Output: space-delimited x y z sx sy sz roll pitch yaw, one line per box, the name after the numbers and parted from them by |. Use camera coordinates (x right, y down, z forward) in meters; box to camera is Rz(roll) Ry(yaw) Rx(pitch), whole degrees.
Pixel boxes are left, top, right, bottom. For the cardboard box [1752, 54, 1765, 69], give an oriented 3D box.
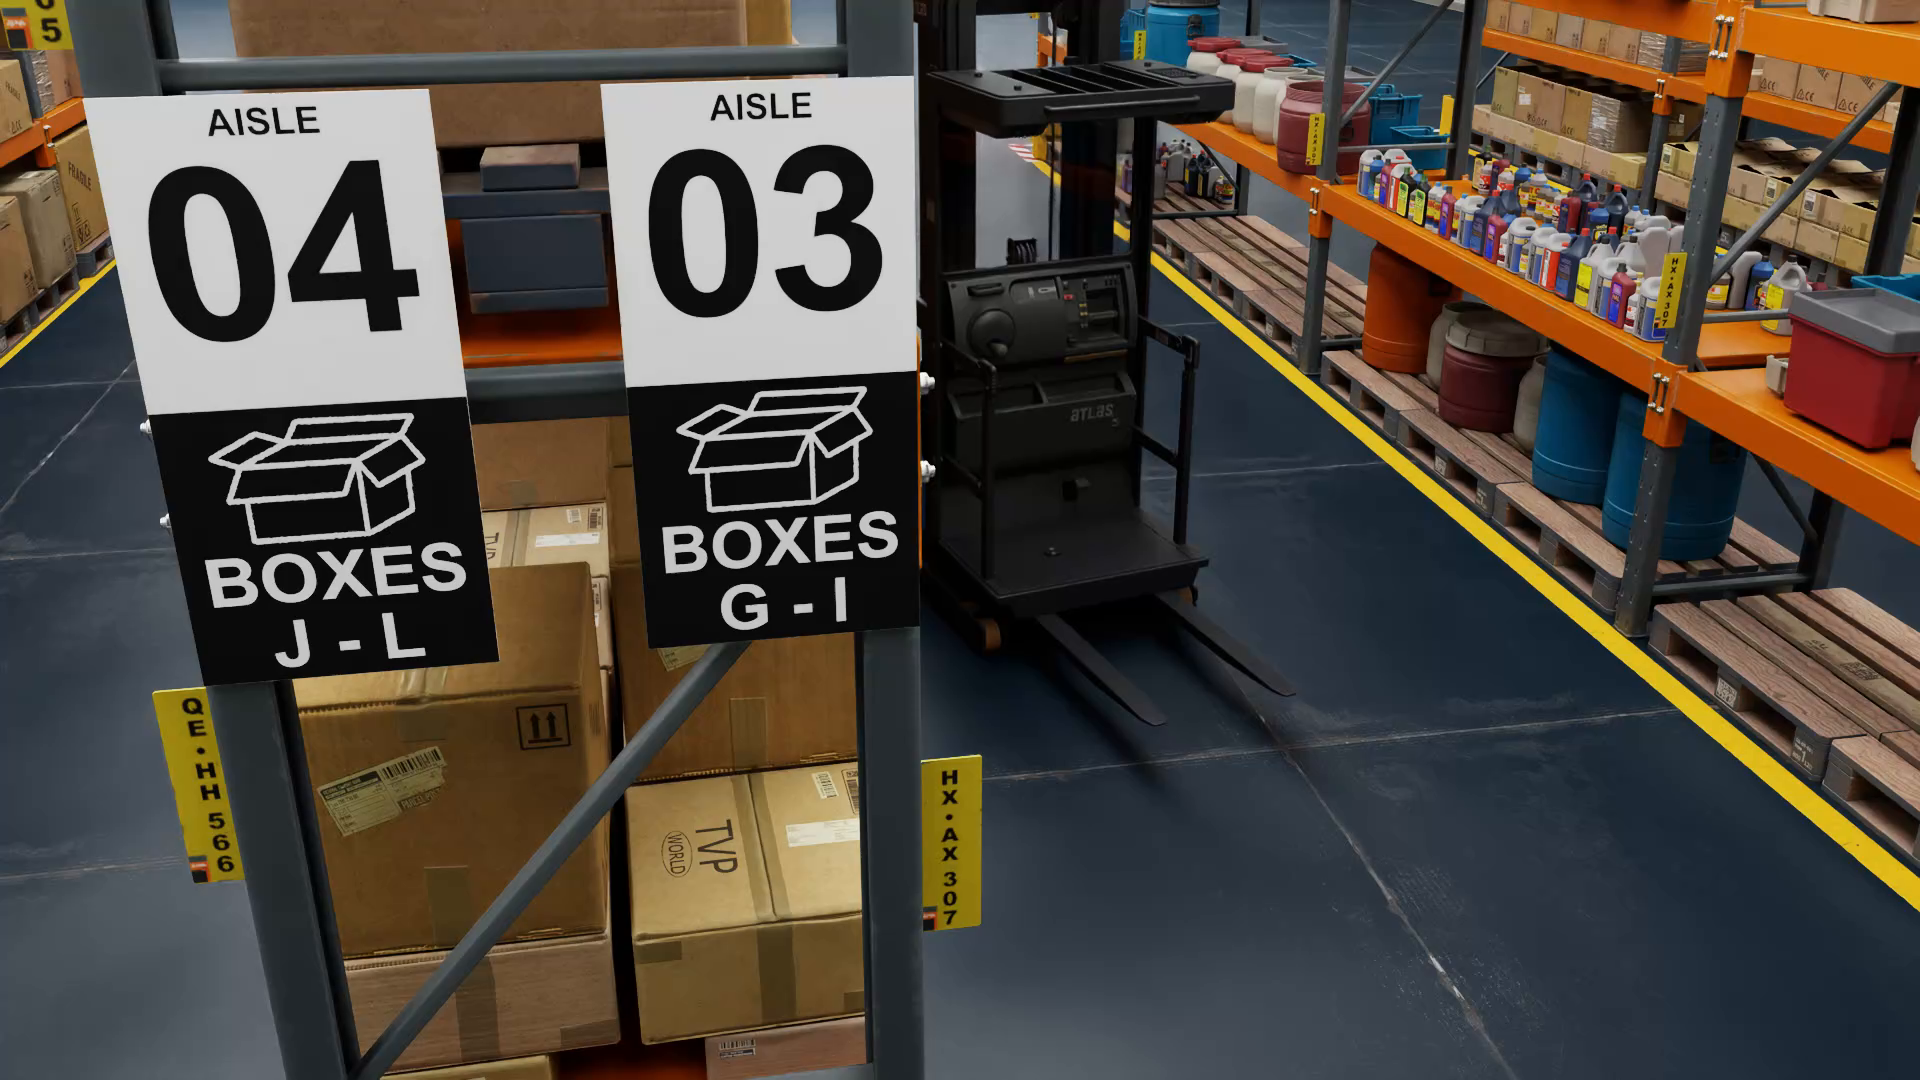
7.090 -4.227 14.868 0.500 0.250 0.500 -3 24 -6 | cardboard box

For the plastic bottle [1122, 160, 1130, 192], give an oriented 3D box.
1.578 -3.446 15.737 0.061 0.283 0.133 -3 24 -6 | plastic bottle

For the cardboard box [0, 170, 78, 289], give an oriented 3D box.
-7.470 -2.351 12.672 1.050 0.750 0.750 -4 24 -10 | cardboard box

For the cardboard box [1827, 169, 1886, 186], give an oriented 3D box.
7.594 -2.939 13.941 0.500 0.311 0.500 -5 24 -10 | cardboard box

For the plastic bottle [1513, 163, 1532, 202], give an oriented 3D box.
3.403 -2.147 10.079 0.097 0.271 0.097 0 24 0 | plastic bottle

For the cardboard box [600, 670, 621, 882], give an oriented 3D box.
-1.005 0.527 3.610 0.500 0.250 0.500 -5 24 -11 | cardboard box

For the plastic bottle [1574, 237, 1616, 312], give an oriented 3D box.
3.075 -1.289 8.015 0.144 0.351 0.185 -4 24 -10 | plastic bottle

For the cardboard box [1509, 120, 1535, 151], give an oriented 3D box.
6.285 -4.371 17.922 0.500 0.250 0.500 -4 24 -10 | cardboard box

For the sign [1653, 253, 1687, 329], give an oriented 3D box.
3.026 -1.061 7.086 0.100 0.325 0.005 -4 24 -10 | sign

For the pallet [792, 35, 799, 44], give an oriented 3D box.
-0.938 -1.140 3.976 1.003 0.211 1.213 -4 24 -10 | pallet

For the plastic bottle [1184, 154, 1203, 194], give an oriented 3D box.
2.204 -3.446 15.653 0.144 0.351 0.185 -4 24 -10 | plastic bottle

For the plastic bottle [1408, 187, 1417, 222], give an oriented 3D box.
2.694 -1.980 9.785 0.097 0.201 0.097 0 24 0 | plastic bottle

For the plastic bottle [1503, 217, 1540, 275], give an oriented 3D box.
2.948 -1.535 8.671 0.152 0.276 0.135 -4 24 -10 | plastic bottle

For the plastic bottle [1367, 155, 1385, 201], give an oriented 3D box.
2.584 -2.247 10.308 0.097 0.271 0.097 0 24 0 | plastic bottle

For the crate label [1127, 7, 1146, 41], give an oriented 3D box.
1.954 -5.007 16.421 0.502 0.435 0.616 -4 24 -10 | crate label

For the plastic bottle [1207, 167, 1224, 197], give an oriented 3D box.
2.373 -3.357 15.543 0.152 0.276 0.135 -3 24 -8 | plastic bottle

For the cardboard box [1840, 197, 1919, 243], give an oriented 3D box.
7.254 -2.494 12.922 0.500 0.311 0.500 -5 24 -11 | cardboard box

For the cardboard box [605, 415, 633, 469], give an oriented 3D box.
-0.579 -0.054 4.006 0.500 0.500 0.500 -5 24 -11 | cardboard box

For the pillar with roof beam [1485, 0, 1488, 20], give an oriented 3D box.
5.614 -13.367 28.112 9.100 9.000 0.400 -4 24 -10 | pillar with roof beam

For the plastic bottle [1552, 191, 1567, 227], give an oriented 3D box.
3.493 -1.924 9.655 0.097 0.201 0.097 0 24 0 | plastic bottle

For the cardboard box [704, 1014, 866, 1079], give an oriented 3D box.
-0.303 0.917 3.217 0.380 0.149 0.250 -4 24 -9 | cardboard box

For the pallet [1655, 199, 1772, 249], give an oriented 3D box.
7.131 -2.921 15.175 1.003 0.211 1.213 -4 24 -10 | pallet

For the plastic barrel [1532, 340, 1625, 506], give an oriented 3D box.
3.352 -0.699 8.700 0.600 0.901 0.708 -4 24 -10 | plastic barrel

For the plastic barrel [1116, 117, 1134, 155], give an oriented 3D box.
1.637 -4.296 17.423 0.421 0.512 0.421 0 24 0 | plastic barrel

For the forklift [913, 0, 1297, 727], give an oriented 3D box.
0.471 -1.020 7.423 1.130 2.935 3.031 -10 25 -21 | forklift

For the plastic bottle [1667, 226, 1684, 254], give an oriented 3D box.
3.684 -1.492 8.573 0.152 0.276 0.135 -4 24 -10 | plastic bottle

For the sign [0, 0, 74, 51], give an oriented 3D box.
-1.097 -0.744 1.950 0.100 0.325 0.005 -4 24 -10 | sign

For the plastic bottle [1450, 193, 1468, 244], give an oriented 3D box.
2.797 -1.793 9.268 0.097 0.271 0.097 0 24 0 | plastic bottle

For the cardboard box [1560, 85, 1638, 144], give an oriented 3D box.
6.478 -4.322 16.873 0.500 0.500 0.500 -4 24 -10 | cardboard box

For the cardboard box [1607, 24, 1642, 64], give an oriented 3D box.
6.764 -4.913 16.126 0.700 0.500 0.500 -5 24 -10 | cardboard box

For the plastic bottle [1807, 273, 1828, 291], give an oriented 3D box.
3.918 -1.097 7.659 0.061 0.283 0.133 -4 24 -10 | plastic bottle

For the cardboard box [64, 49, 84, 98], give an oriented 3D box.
-7.861 -4.076 14.147 0.875 0.550 0.550 -4 24 -10 | cardboard box

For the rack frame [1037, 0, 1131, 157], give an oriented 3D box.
1.348 -5.694 18.040 1.000 3.000 0.127 -4 24 -10 | rack frame

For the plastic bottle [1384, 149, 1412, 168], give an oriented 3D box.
2.739 -2.308 10.442 0.152 0.276 0.135 -4 24 -10 | plastic bottle

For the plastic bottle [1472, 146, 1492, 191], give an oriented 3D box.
3.321 -2.367 10.567 0.061 0.283 0.133 -4 24 -10 | plastic bottle

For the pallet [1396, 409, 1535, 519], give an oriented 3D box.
3.236 -0.484 9.594 1.003 0.211 1.213 -4 24 -10 | pallet

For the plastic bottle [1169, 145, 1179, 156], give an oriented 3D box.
2.163 -3.802 16.561 0.152 0.276 0.135 -5 24 -11 | plastic bottle

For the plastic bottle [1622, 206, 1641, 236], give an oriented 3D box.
3.629 -1.667 8.980 0.097 0.271 0.097 0 24 0 | plastic bottle

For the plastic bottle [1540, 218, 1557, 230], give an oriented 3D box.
3.067 -1.549 8.710 0.097 0.271 0.097 0 24 0 | plastic bottle

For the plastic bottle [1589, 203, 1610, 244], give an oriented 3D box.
3.469 -1.695 9.043 0.097 0.271 0.097 0 24 0 | plastic bottle

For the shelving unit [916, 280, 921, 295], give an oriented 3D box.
-0.273 -0.802 9.087 0.258 1.200 0.189 -10 25 -21 | shelving unit

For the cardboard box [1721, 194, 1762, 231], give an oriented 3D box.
6.979 -2.837 14.408 0.500 0.250 0.500 -5 24 -11 | cardboard box

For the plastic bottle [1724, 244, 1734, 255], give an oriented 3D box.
3.793 -1.317 8.179 0.097 0.271 0.097 0 24 0 | plastic bottle

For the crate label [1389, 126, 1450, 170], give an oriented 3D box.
3.117 -2.664 11.312 0.303 0.233 0.416 -4 24 -10 | crate label

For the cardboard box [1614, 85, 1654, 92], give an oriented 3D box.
6.993 -4.361 16.961 0.500 0.500 0.500 -4 24 -10 | cardboard box

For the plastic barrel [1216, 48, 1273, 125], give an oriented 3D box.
2.184 -3.502 12.851 0.433 0.535 0.433 0 24 0 | plastic barrel

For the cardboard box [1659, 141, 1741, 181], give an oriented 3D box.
6.788 -3.495 15.214 0.500 0.311 0.500 -4 24 -10 | cardboard box

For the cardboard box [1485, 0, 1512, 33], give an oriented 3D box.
6.290 -5.921 18.434 0.700 0.500 0.500 -4 24 -10 | cardboard box

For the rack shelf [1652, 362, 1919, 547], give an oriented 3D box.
3.936 0.142 5.576 1.077 0.370 4.000 -4 24 -10 | rack shelf

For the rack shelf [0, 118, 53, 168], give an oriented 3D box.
-7.303 -2.311 11.192 1.077 0.370 4.000 -4 24 -10 | rack shelf

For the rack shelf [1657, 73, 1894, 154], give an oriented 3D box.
7.326 -3.370 13.617 1.077 0.370 4.000 -4 24 -10 | rack shelf

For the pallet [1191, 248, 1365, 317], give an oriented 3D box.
2.500 -2.056 13.194 1.003 0.211 1.213 -4 24 -10 | pallet

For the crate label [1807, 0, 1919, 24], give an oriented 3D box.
3.373 -2.014 6.196 0.293 0.136 0.466 -4 24 -10 | crate label
